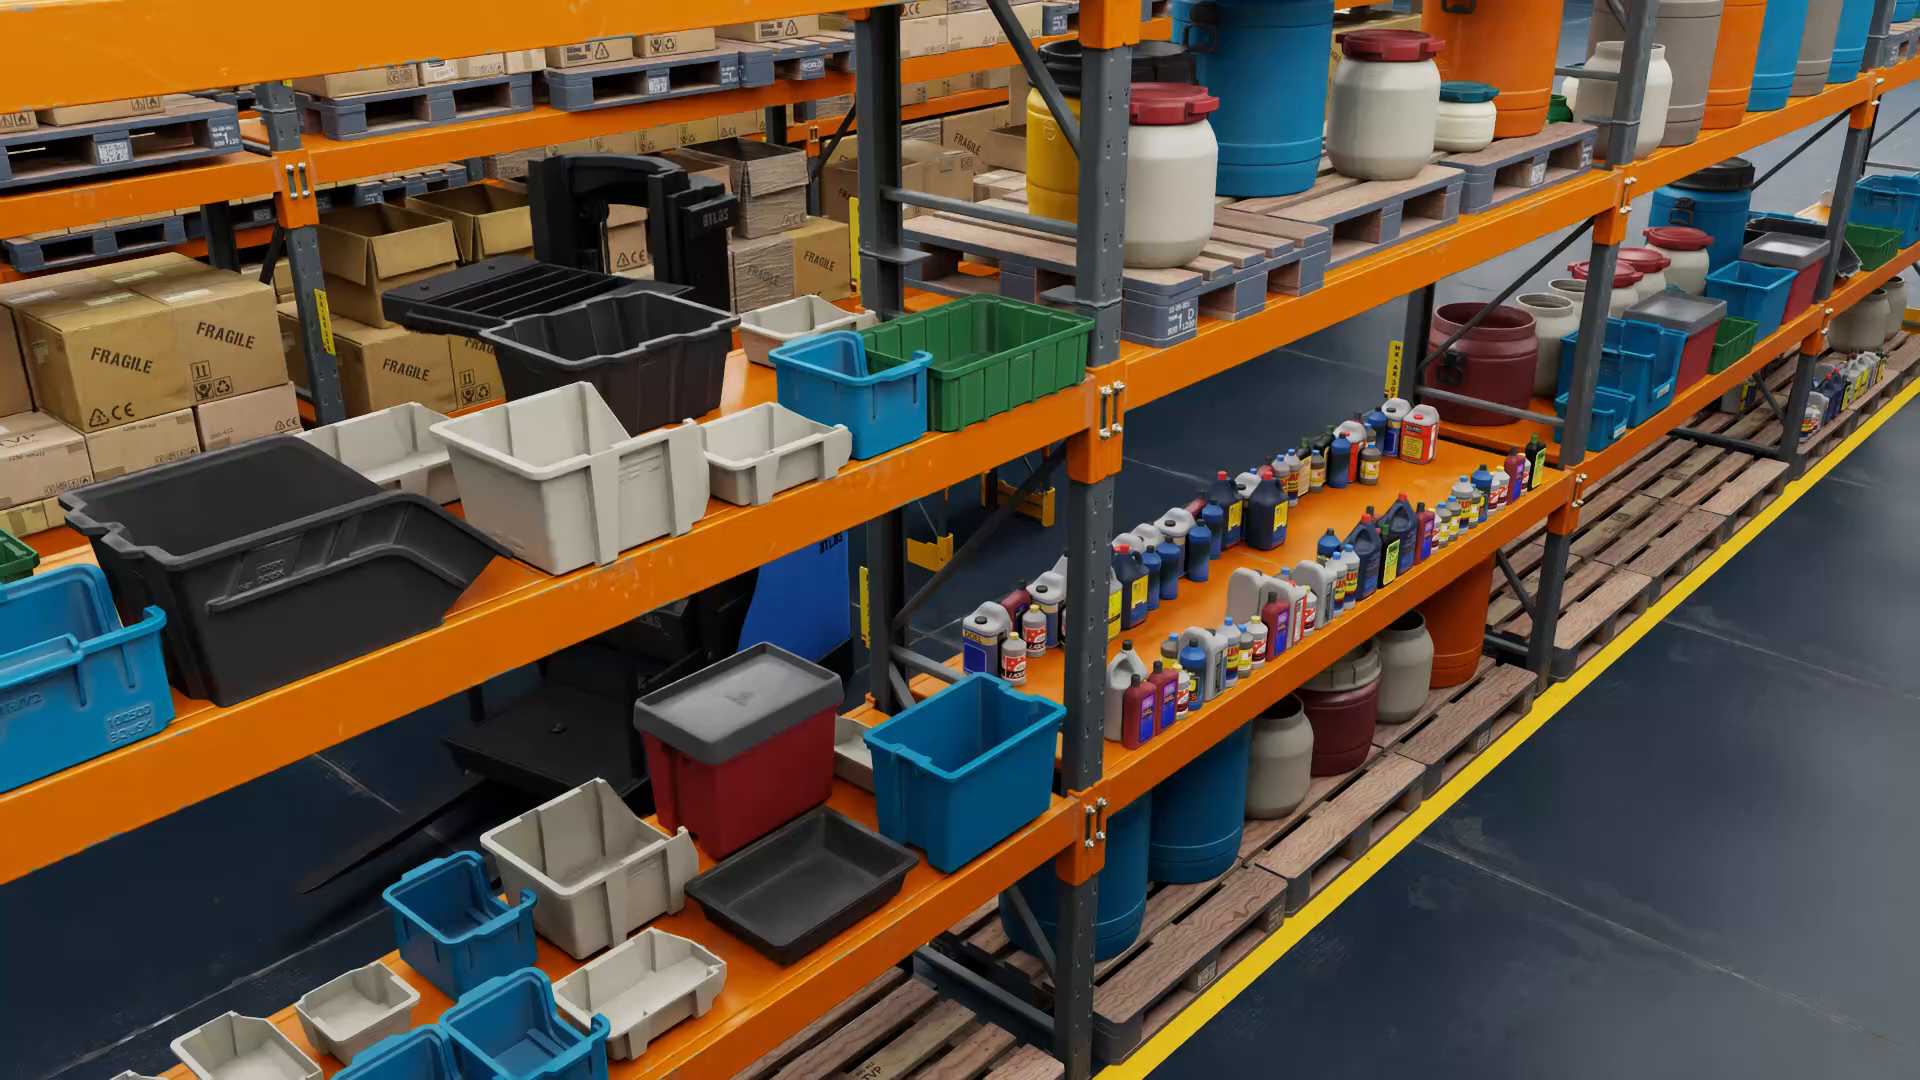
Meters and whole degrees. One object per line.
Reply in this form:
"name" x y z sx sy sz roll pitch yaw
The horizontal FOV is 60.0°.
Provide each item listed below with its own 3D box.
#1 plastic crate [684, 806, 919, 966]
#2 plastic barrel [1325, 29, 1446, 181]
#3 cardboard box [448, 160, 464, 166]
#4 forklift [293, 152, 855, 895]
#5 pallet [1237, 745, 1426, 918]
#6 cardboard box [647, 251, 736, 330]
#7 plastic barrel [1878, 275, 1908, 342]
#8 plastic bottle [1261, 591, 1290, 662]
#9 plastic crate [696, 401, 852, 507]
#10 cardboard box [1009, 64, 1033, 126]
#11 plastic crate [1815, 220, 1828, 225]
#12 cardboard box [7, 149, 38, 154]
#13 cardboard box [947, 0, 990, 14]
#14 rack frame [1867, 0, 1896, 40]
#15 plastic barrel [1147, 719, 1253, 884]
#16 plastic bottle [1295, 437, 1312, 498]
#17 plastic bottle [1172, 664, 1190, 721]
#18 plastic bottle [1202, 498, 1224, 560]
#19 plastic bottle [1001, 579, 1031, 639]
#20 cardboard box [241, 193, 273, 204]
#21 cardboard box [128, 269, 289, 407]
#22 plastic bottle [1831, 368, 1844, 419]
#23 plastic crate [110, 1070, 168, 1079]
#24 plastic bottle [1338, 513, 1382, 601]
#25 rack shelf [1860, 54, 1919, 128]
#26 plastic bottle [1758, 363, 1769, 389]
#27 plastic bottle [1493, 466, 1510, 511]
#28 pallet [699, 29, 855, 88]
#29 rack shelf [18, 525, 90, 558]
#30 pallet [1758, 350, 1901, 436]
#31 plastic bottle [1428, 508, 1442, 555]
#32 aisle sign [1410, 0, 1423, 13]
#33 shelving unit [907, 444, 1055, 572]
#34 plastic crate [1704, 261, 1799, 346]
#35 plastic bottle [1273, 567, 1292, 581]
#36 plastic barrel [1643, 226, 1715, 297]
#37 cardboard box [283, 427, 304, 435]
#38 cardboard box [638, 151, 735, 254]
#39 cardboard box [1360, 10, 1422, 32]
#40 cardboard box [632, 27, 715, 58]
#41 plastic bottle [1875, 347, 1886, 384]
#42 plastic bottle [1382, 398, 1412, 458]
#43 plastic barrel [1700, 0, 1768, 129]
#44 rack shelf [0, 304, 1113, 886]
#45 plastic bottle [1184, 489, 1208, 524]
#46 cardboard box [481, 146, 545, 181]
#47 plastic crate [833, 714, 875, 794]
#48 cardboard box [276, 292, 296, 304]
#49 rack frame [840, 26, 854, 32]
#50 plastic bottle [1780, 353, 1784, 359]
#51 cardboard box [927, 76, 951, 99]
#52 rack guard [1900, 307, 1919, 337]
"plastic crate" -0.470 1.049 5.006 0.437 0.125 0.590 20 31 38
"plastic barrel" 1.675 -1.723 6.581 0.433 0.535 0.433 0 24 0
"cardboard box" -4.468 -3.676 15.159 0.500 0.500 0.500 20 31 38
"forklift" -1.743 -0.140 7.481 1.130 2.935 3.031 13 27 27
"pallet" 1.437 1.212 7.789 1.003 0.211 1.213 20 31 38
"cardboard box" -1.768 -1.553 10.424 0.500 0.500 0.500 19 30 36
"plastic barrel" 7.703 -1.954 13.970 0.421 0.512 0.421 0 24 0
"plastic bottle" 1.232 0.324 6.503 0.061 0.283 0.133 20 31 38
"plastic crate" -0.489 -0.220 4.231 0.293 0.136 0.466 20 31 38
"cardboard box" 1.093 -3.515 13.676 1.000 1.000 1.000 20 31 38
"plastic crate" 6.311 -2.344 12.634 0.530 0.136 0.437 20 31 38
"cardboard box" -6.937 -2.807 12.411 0.380 0.149 0.250 19 30 36
"cardboard box" -0.096 -3.903 11.390 0.500 0.500 0.500 20 31 38
"rack frame" 5.416 -4.638 10.095 1.000 3.000 0.127 20 31 38
"plastic barrel" 0.925 0.926 7.070 0.600 0.901 0.708 20 31 38
"plastic bottle" 1.630 -0.346 7.997 0.061 0.283 0.133 20 31 38
"plastic bottle" 0.791 0.551 6.097 0.097 0.201 0.097 0 24 0
"plastic bottle" 1.115 -0.056 7.367 0.097 0.271 0.097 0 24 0
"plastic bottle" 0.219 0.299 6.560 0.061 0.283 0.133 20 31 38
"cardboard box" -5.595 -2.747 13.005 0.380 0.149 0.250 18 30 35
"cardboard box" -3.720 -1.012 8.244 0.500 0.500 0.500 21 32 39
"plastic bottle" 6.390 -1.083 12.199 0.144 0.351 0.185 19 30 35
"plastic crate" -1.979 1.466 4.063 0.396 0.136 0.243 20 31 38
"plastic bottle" 1.681 0.063 7.004 0.144 0.351 0.185 20 31 38
"rack shelf" 6.751 -3.550 12.215 1.077 0.370 4.000 20 31 38
"plastic bottle" 6.166 -1.313 12.795 0.061 0.283 0.133 20 31 38
"plastic bottle" 2.549 -0.251 7.886 0.097 0.201 0.097 0 24 0
"pallet" -1.332 -3.106 10.576 1.213 0.211 1.003 22 32 40
"rack shelf" -4.947 0.122 7.691 1.077 0.370 4.000 20 31 38
"pallet" 6.709 -1.195 13.157 1.003 0.211 1.213 20 31 38
"plastic bottle" 2.095 -0.043 7.423 0.097 0.201 0.097 0 24 0
"aisle sign" 4.662 -5.595 16.385 0.394 0.787 0.004 20 31 38
"shelving unit" 0.051 -0.708 10.495 0.587 1.500 1.083 20 31 38
"plastic crate" 4.911 -1.472 10.387 0.392 0.384 0.575 20 31 38
"plastic bottle" 1.337 0.209 6.860 0.097 0.201 0.097 0 24 0
"plastic barrel" 4.614 -1.731 10.778 0.433 0.535 0.433 0 24 0
"cardboard box" -3.571 -0.519 8.548 0.380 0.149 0.250 20 31 38
"cardboard box" -1.879 -2.122 10.467 0.797 0.503 0.637 21 32 39
"cardboard box" 4.214 -4.874 16.247 0.500 0.500 0.500 20 31 38
"cardboard box" -1.806 -3.148 9.802 0.500 0.500 0.500 22 32 40
"plastic bottle" 7.122 -1.361 12.901 0.061 0.283 0.133 21 32 39
"plastic bottle" 2.217 -0.582 8.533 0.152 0.276 0.135 20 31 38
"plastic barrel" 3.892 -2.637 8.773 0.600 0.830 0.708 20 31 38
"rack shelf" -1.258 0.106 4.061 1.077 0.370 4.000 20 31 38
"plastic bottle" 1.044 -0.078 7.400 0.061 0.283 0.133 20 31 38
"cardboard box" -4.068 -3.528 14.830 0.500 0.500 0.500 21 31 38
"plastic crate" -0.340 0.732 5.699 0.396 0.136 0.243 20 31 38
"cardboard box" -5.503 -1.876 13.810 0.500 0.500 0.500 18 30 35
"rack frame" -0.942 -4.772 10.394 1.000 3.000 0.127 20 31 38
"plastic bottle" 6.643 -1.608 13.467 0.097 0.271 0.097 0 24 0
"cardboard box" -0.584 -5.317 18.759 0.875 0.550 0.500 20 31 38
"rack guard" 8.070 -1.943 14.472 1.175 0.500 0.348 20 31 38
